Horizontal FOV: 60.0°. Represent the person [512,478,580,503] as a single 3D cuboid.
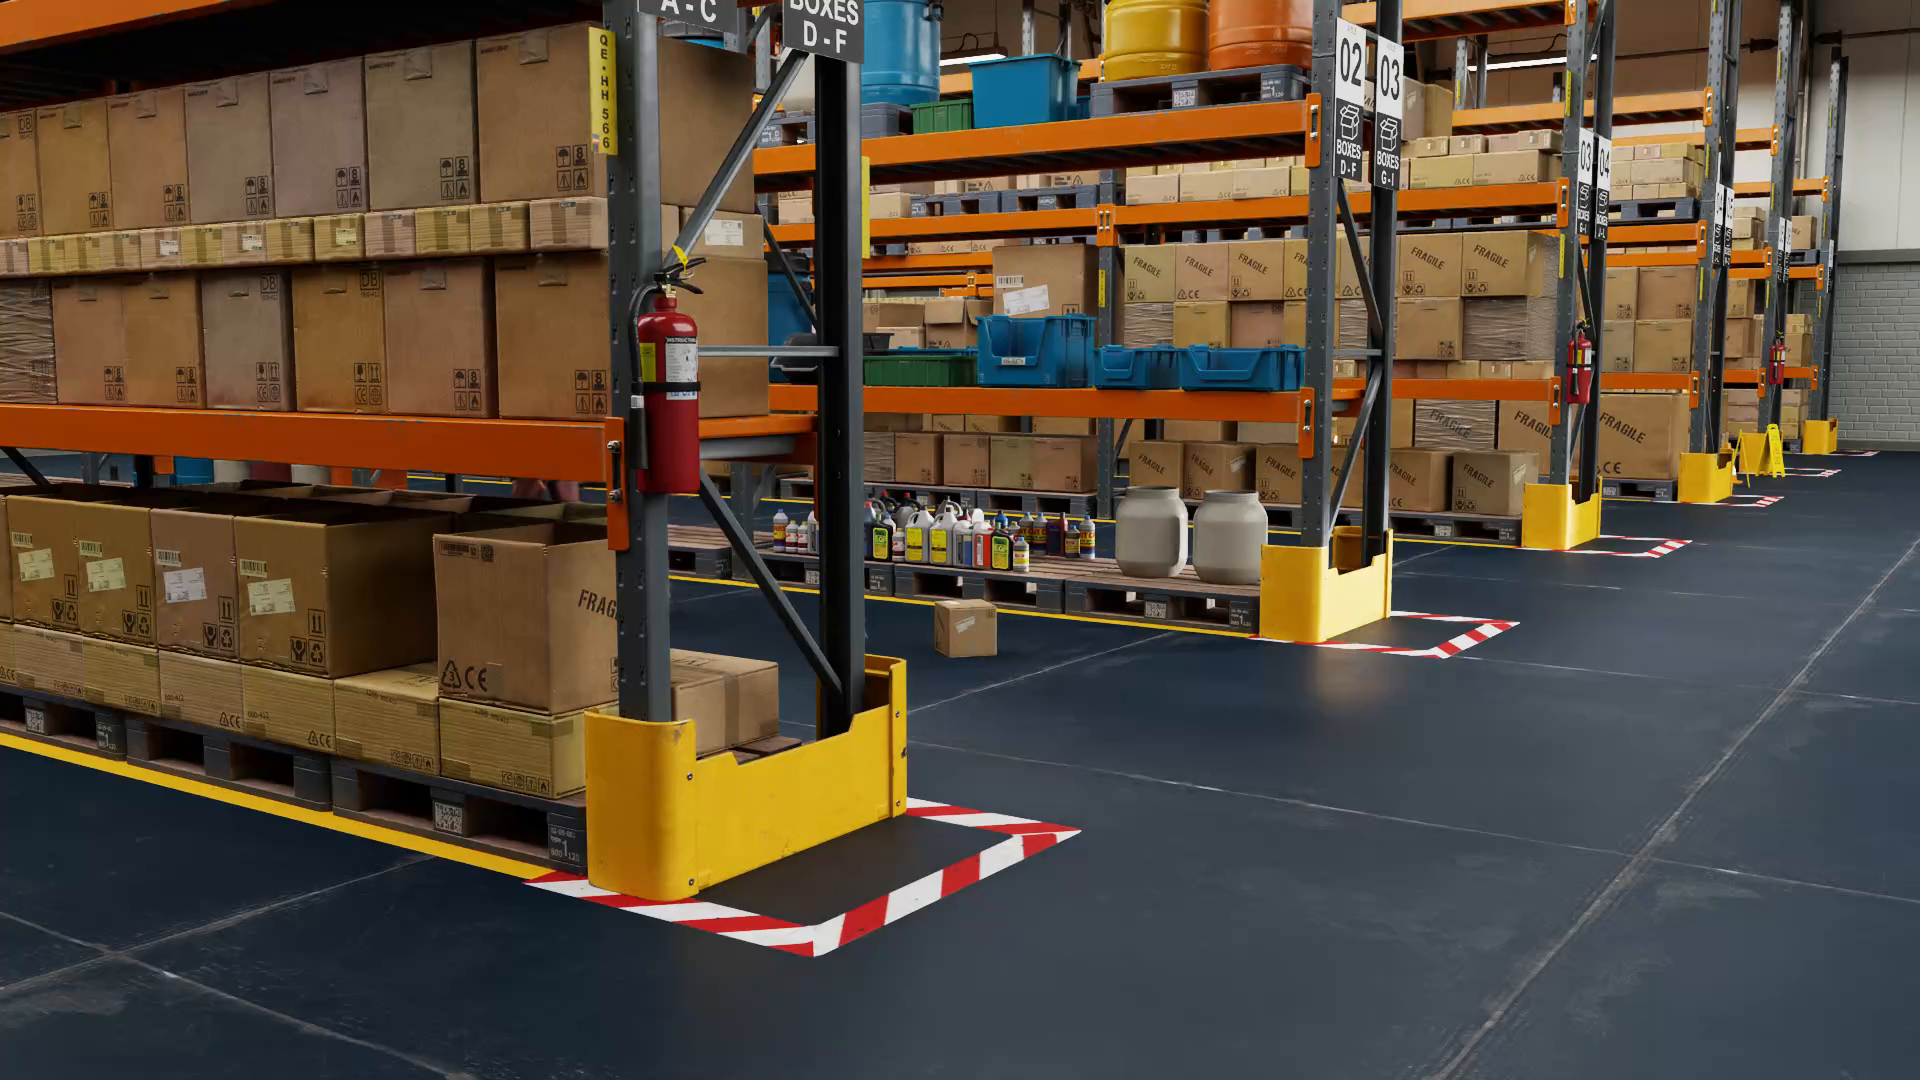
[{"bbox_3d":[-2.481,-0.462,10.115,0.439,1.619,0.939,-6,9,-43],"label":"person"}]
